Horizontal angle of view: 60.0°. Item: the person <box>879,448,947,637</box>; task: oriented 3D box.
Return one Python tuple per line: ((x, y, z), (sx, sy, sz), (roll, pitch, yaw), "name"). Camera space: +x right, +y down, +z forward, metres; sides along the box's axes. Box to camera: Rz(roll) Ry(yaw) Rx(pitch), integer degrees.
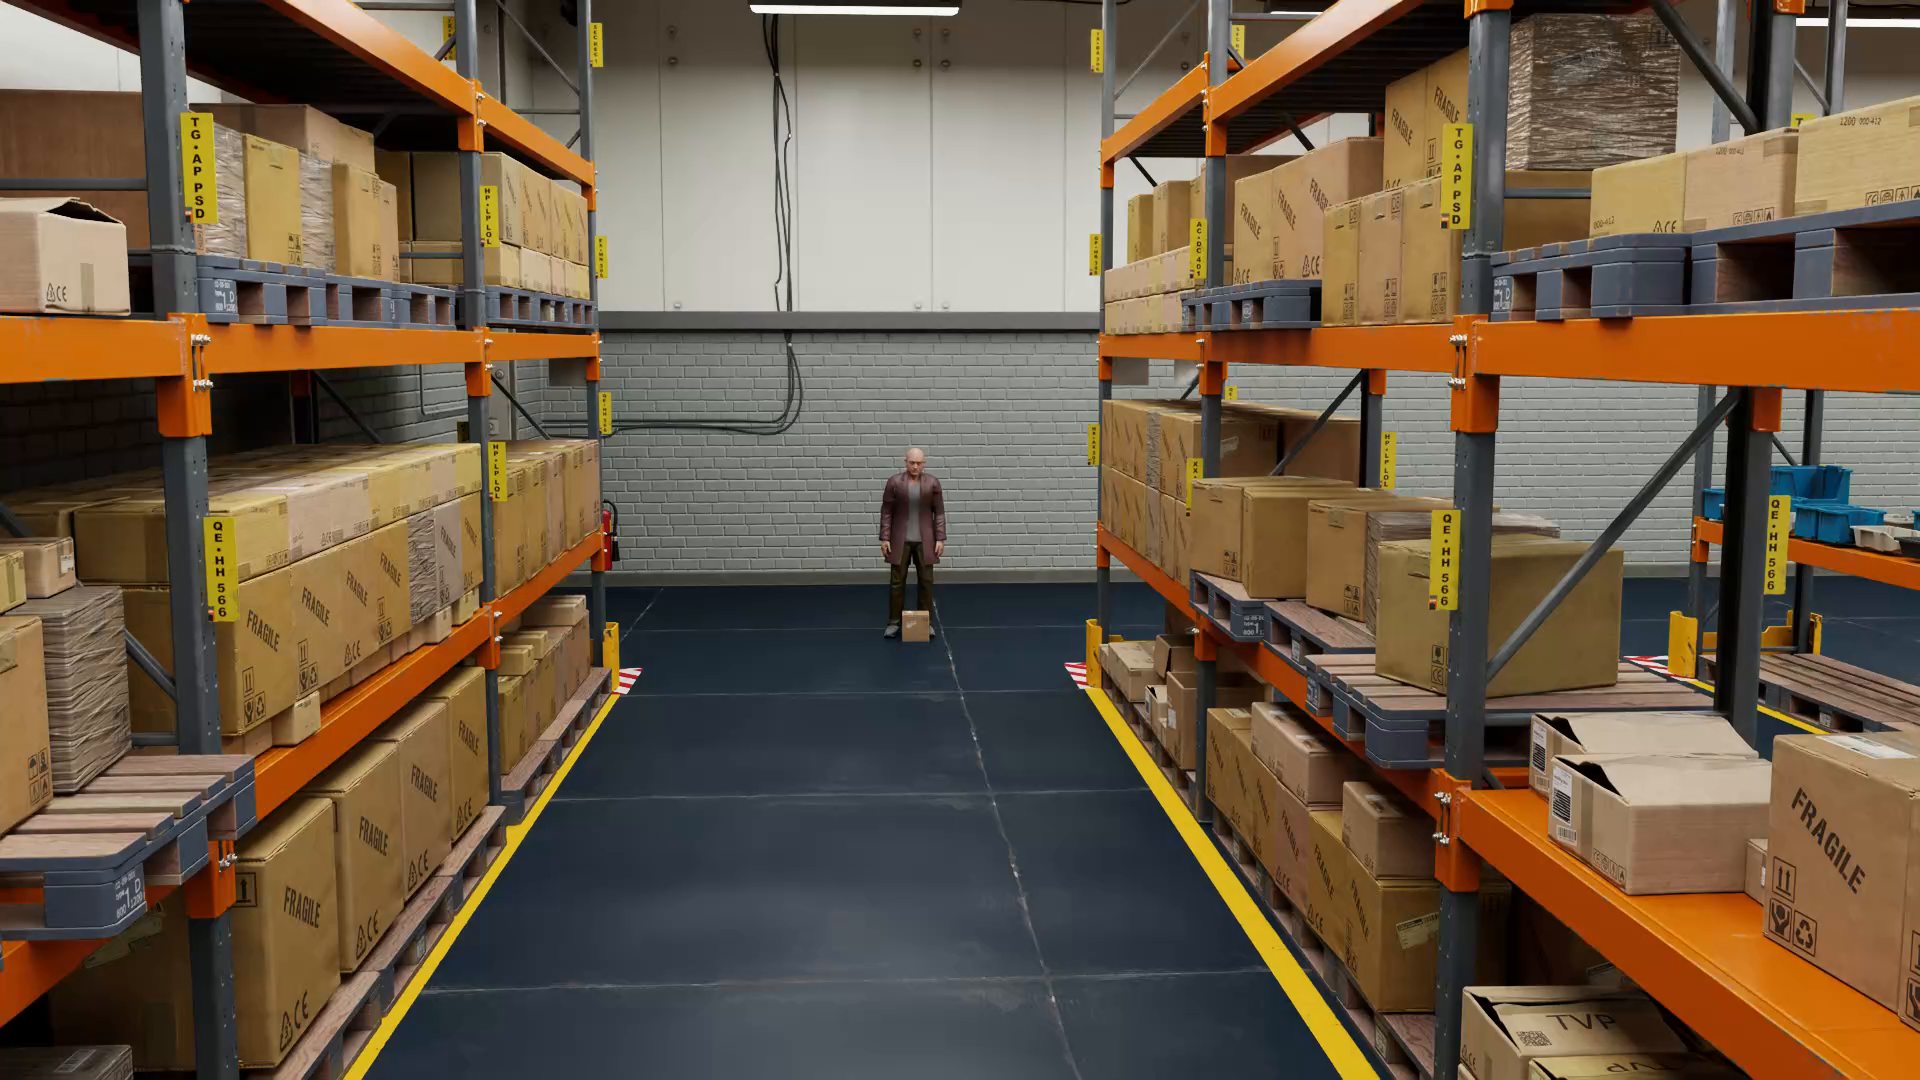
((-0.446, 0.074, 15.661), (0.640, 1.658, 0.427), (-1, 7, -4), "person")
